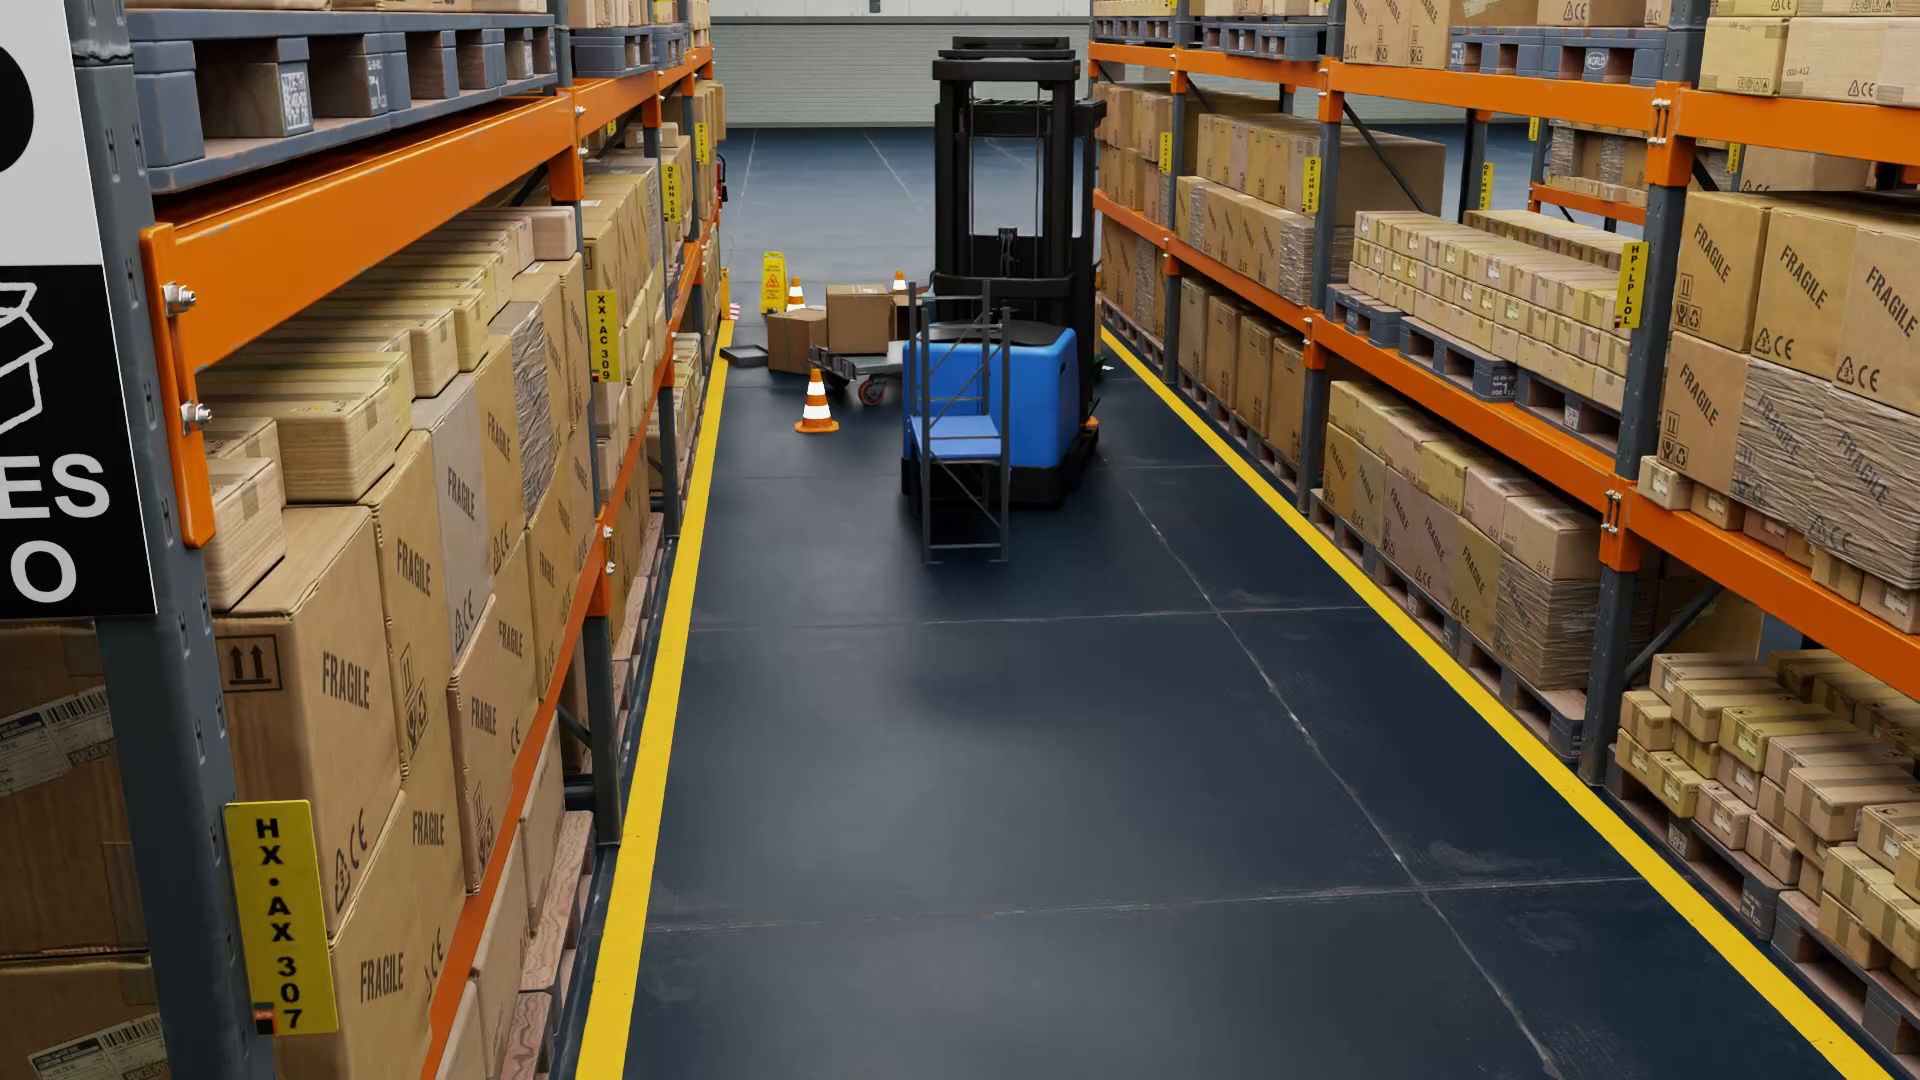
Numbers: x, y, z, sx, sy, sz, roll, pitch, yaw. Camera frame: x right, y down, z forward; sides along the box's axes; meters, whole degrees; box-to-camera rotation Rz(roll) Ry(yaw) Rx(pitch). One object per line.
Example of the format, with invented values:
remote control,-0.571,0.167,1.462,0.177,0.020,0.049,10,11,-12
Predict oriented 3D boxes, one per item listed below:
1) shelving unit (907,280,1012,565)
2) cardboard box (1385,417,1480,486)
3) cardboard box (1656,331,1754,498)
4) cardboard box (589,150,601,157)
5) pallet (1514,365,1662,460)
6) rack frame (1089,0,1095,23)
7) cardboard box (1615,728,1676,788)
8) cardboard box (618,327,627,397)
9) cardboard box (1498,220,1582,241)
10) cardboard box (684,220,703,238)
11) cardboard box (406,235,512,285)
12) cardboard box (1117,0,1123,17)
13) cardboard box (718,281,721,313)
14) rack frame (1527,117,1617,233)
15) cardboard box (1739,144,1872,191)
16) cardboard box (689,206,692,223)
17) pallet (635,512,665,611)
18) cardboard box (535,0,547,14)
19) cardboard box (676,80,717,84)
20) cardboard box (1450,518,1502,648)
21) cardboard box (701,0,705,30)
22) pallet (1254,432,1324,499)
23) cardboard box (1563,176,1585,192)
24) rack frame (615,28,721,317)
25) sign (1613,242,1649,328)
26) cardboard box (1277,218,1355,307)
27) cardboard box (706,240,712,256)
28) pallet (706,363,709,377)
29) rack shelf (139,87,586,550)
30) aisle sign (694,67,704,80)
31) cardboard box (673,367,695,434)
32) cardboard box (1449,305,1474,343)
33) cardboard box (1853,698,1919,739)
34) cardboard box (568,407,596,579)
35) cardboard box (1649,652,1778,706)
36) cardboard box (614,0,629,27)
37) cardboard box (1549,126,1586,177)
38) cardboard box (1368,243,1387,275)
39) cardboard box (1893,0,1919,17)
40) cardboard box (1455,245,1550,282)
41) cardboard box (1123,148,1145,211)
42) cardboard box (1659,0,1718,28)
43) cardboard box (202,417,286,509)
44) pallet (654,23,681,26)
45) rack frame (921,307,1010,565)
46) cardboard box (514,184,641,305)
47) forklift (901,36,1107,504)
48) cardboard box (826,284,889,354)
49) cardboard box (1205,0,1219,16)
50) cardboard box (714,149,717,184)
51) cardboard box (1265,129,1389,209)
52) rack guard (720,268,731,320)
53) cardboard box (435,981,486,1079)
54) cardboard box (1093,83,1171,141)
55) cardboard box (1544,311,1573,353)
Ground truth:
shelving unit,-0.017,-0.733,10.007,0.538,1.500,1.048,-2,18,-5
cardboard box,2.610,-0.479,8.914,0.500,0.250,0.500,-2,18,-5
cardboard box,2.902,-0.467,5.995,0.500,0.500,0.500,-2,18,-7
cardboard box,-2.720,-2.425,11.530,0.500,0.500,0.500,-2,18,-8
pallet,3.168,-0.574,7.317,1.003,0.211,1.213,-2,18,-6
rack frame,1.864,-6.871,17.038,1.000,3.000,0.127,-2,18,-6
cardboard box,2.820,0.845,6.536,0.380,0.149,0.250,-3,18,-8
cardboard box,-1.658,-0.711,6.851,0.500,0.250,0.500,-2,17,-5
cardboard box,3.246,-1.704,9.324,0.380,0.149,0.250,-1,17,-4
cardboard box,-2.350,-2.618,13.926,0.380,0.149,0.250,-2,18,-6
cardboard box,-1.484,-0.771,4.706,0.380,0.149,0.250,-2,18,-6
cardboard box,1.711,-5.080,15.893,0.380,0.149,0.250,-2,18,-6
cardboard box,-2.696,-2.474,16.940,0.500,0.250,0.500,-2,18,-6
rack frame,6.808,-4.132,18.329,1.000,3.000,0.127,-2,18,-6
cardboard box,7.163,-3.185,13.613,1.000,1.000,1.000,-2,18,-5
cardboard box,-2.309,-2.569,13.072,0.380,0.149,0.250,-2,17,-5
pallet,-2.218,0.126,9.424,1.003,0.211,1.213,-2,18,-6
cardboard box,-1.427,-1.685,4.884,0.396,0.266,0.258,-1,17,-4
cardboard box,-2.779,-4.347,16.681,0.700,0.500,0.500,-2,18,-7
cardboard box,2.722,0.193,8.025,0.500,0.500,0.500,-2,18,-7
cardboard box,-2.565,-4.728,14.975,0.500,0.250,0.500,-2,18,-5
pallet,2.683,-0.532,11.518,1.003,0.211,1.213,-2,18,-6
cardboard box,6.618,-3.769,17.595,0.380,0.149,0.250,-2,18,-6
rack frame,-3.049,-3.825,17.354,1.000,3.000,0.127,-2,18,-6
sign,2.550,-0.967,6.318,0.100,0.325,0.005,-2,18,-6
cardboard box,2.376,-1.799,10.731,0.500,0.500,0.500,-2,18,-6
cardboard box,-2.468,-2.646,15.151,0.380,0.149,0.250,-1,17,-2
pallet,-2.741,-1.502,14.610,1.003,0.211,1.213,-2,18,-6
rack shelf,-1.605,-0.742,3.727,1.077,0.370,4.000,-2,18,-6
aisle sign,-2.767,-5.093,17.052,0.394,0.787,0.004,-2,18,-6
cardboard box,-2.429,-1.003,12.050,0.950,0.372,0.625,-1,17,-4
cardboard box,2.699,-1.093,8.370,0.380,0.149,0.250,-2,18,-7
cardboard box,3.496,0.690,6.038,0.380,0.149,0.250,-2,18,-6
cardboard box,-1.509,-0.168,5.536,0.500,0.500,0.500,-2,18,-5
cardboard box,2.931,0.552,6.477,0.380,0.149,0.250,-1,17,-3
cardboard box,-1.652,-2.373,7.242,0.396,0.266,0.258,0,17,-1
cardboard box,6.837,-4.156,17.745,0.875,0.500,0.500,-2,18,-6
cardboard box,2.569,-1.616,9.540,0.380,0.149,0.250,-1,17,-3
cardboard box,2.997,-1.582,4.615,0.500,0.250,0.500,-1,17,-5
cardboard box,2.703,-1.380,8.289,0.380,0.149,0.250,-2,18,-6
cardboard box,2.054,-3.480,16.004,0.875,0.550,0.500,-2,18,-6
cardboard box,3.172,-2.229,6.392,0.700,0.500,0.500,-2,18,-6
cardboard box,-1.258,-0.083,2.514,0.380,0.149,0.250,-1,17,-4
pallet,-2.569,-3.479,11.557,1.213,0.211,1.003,-2,18,-6
rack frame,0.032,-0.581,9.524,0.500,1.500,0.032,-2,18,-5
cardboard box,-1.760,-1.369,7.693,0.500,0.500,0.500,-2,18,-7
forklift,0.420,-2.032,11.755,1.130,2.935,3.031,4,18,11
cardboard box,-0.869,-1.866,14.023,0.500,0.500,0.500,-2,18,-6
cardboard box,2.090,-4.244,13.037,0.258,0.266,0.396,-2,18,-7
cardboard box,-2.719,-3.862,16.807,0.500,0.500,0.500,-2,18,-7
cardboard box,2.544,-2.587,11.574,0.700,0.500,0.500,-2,18,-6
rack guard,-3.041,-2.610,17.656,1.175,0.500,0.348,-2,18,-6
cardboard box,-1.669,1.498,3.975,0.875,0.438,0.875,-1,17,-4
cardboard box,1.864,-4.483,17.397,0.875,0.550,0.550,-2,18,-6
cardboard box,2.813,-0.921,7.323,0.380,0.149,0.250,-1,17,-3
